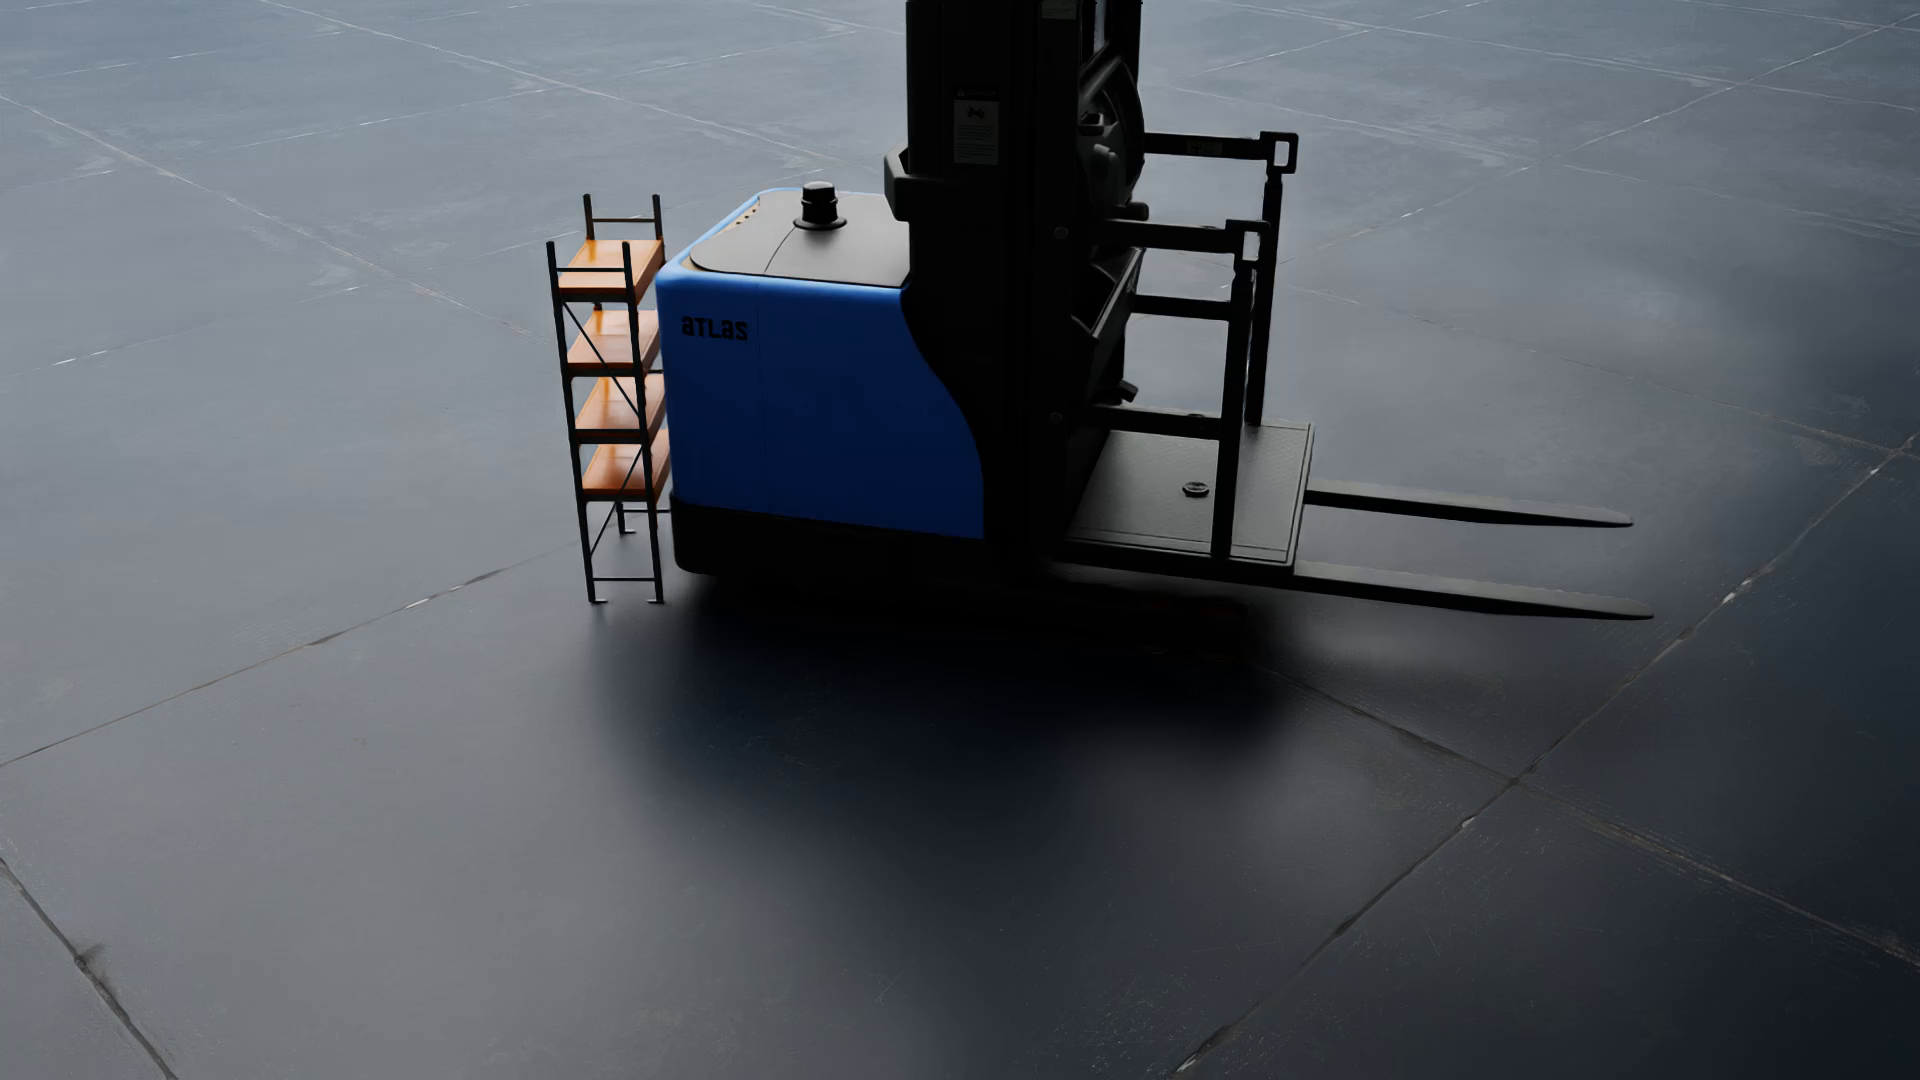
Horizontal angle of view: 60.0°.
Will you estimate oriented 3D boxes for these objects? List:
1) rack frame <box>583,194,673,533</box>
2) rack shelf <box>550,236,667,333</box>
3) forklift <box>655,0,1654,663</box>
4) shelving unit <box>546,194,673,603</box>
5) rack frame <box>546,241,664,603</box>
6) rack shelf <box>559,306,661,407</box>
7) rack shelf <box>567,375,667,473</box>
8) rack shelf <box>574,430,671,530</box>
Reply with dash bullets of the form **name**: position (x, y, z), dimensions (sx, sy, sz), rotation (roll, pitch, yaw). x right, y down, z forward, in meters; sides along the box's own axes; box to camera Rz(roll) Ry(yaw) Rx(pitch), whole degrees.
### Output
- **rack frame**: position (-1.069, -0.558, 5.522), dimensions (0.240, 1.200, 0.015), rotation (0, 28, 1)
- **rack shelf**: position (-1.073, -0.793, 5.124), dimensions (0.258, 0.148, 0.480), rotation (0, 28, 1)
- **forklift**: position (0.637, -1.200, 4.882), dimensions (3.031, 2.935, 1.130), rotation (7, 28, 13)
- **shelving unit**: position (-1.073, -0.445, 5.307), dimensions (0.258, 1.200, 0.503), rotation (0, 28, 1)
- **rack frame**: position (-1.078, -0.331, 5.091), dimensions (0.240, 1.200, 0.015), rotation (0, 28, 1)
- **rack shelf**: position (-1.073, -0.583, 5.234), dimensions (0.258, 0.148, 0.480), rotation (0, 28, 1)
- **rack shelf**: position (-1.073, -0.385, 5.338), dimensions (0.258, 0.148, 0.480), rotation (0, 28, 1)
- **rack shelf**: position (-1.073, -0.209, 5.430), dimensions (0.258, 0.148, 0.480), rotation (0, 28, 1)
